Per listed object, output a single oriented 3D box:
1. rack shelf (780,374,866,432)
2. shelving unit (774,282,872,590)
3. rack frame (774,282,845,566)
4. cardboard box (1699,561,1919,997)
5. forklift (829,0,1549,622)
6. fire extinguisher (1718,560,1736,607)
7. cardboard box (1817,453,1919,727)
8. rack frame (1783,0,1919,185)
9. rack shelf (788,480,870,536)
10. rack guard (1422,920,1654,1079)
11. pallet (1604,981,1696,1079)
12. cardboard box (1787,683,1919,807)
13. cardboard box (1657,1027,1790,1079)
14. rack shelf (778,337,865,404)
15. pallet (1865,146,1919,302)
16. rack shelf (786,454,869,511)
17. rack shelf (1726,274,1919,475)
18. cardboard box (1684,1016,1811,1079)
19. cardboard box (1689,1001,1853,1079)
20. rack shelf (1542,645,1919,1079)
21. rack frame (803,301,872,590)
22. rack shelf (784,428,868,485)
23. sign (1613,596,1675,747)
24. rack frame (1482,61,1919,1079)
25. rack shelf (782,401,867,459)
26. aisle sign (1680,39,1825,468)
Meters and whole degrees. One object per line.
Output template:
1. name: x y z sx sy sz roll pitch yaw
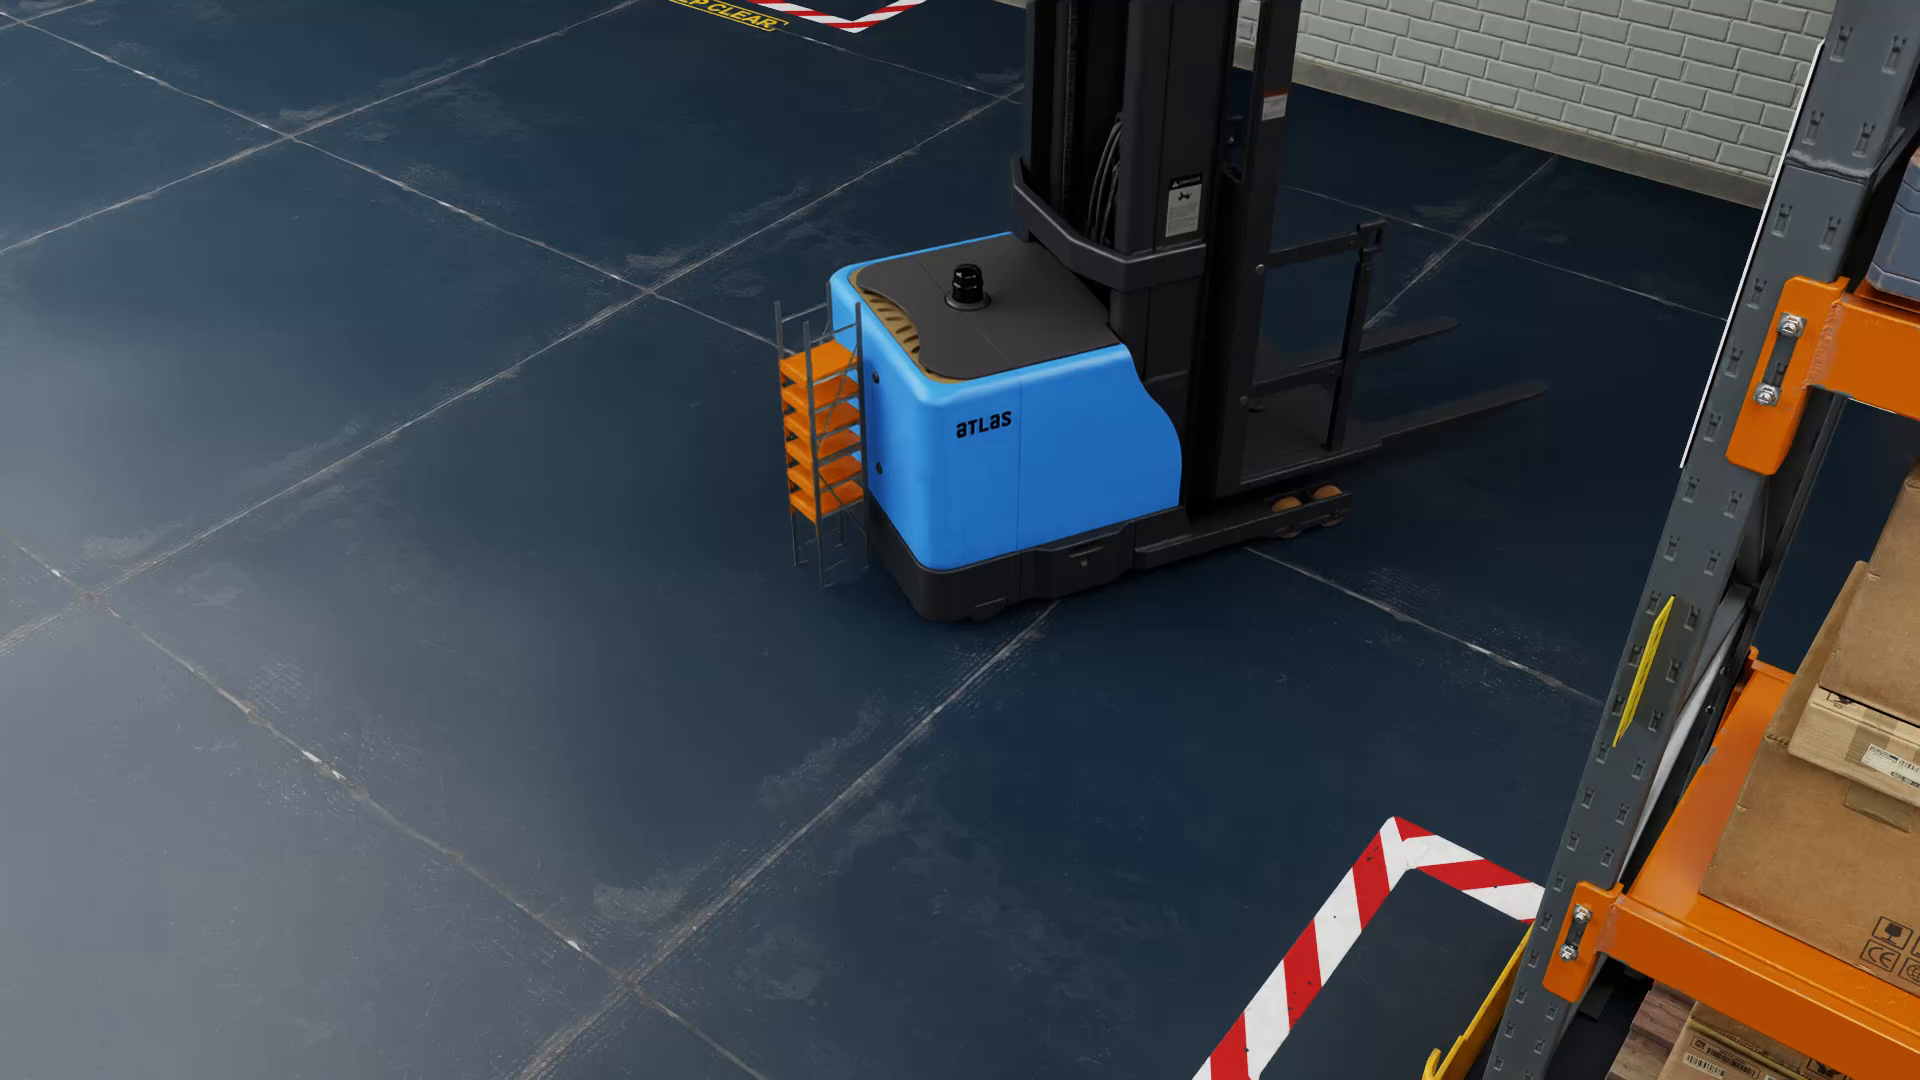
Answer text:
1. rack shelf: -0.504 -0.523 6.127 0.258 0.103 0.180 -26 45 -29
2. shelving unit: -0.504 -0.369 6.248 0.258 1.200 0.189 -26 45 -29
3. rack frame: -0.561 -0.413 6.304 0.240 1.200 0.006 -26 45 -29
4. cardboard box: 2.028 0.502 3.594 0.500 0.500 0.700 25 45 29
5. forklift: 1.047 -1.443 6.216 3.031 2.935 1.130 -15 41 -19
6. fire extinguisher: 1.853 0.119 4.227 0.183 0.674 0.296 25 45 29
7. cardboard box: 2.070 0.011 3.169 0.500 0.500 0.700 25 45 29
8. rack frame: 1.665 -2.002 2.007 0.127 3.000 1.000 25 45 29
9. rack shelf: -0.504 -0.145 6.423 0.258 0.103 0.180 -26 45 -29
10. rack guard: 1.645 1.336 4.638 0.348 0.500 1.175 25 45 29
11. pallet: 2.297 1.724 4.376 1.213 0.211 1.003 25 45 29
12. cardboard box: 1.845 0.318 3.303 0.250 0.149 0.380 25 44 28
13. cardboard box: 1.955 1.588 4.179 0.500 0.250 0.500 25 45 29
14. rack shelf: -0.504 -0.617 6.053 0.258 0.103 0.180 -26 45 -29
15. pallet: 2.210 -0.508 2.604 1.213 0.211 1.003 25 45 29
16. rack shelf: -0.504 -0.239 6.349 0.258 0.103 0.180 -26 45 -29
17. rack shelf: 3.253 0.212 2.197 4.000 0.370 1.077 25 45 29
18. cardboard box: 2.270 1.334 4.503 0.500 0.250 0.500 25 45 29
19. cardboard box: 2.271 1.038 4.273 0.500 0.500 0.500 25 45 29
20. rack shelf: 3.253 1.393 3.121 4.000 0.370 1.077 25 45 29
21. rack frame: -0.448 -0.324 6.191 0.240 1.200 0.006 -26 45 -29
22. rack shelf: -0.504 -0.334 6.275 0.258 0.103 0.180 -26 45 -29
23. sign: 1.323 0.258 3.221 0.005 0.325 0.100 25 45 29
24. rack frame: 1.665 0.361 3.856 0.127 3.000 1.000 25 45 29
25. rack shelf: -0.504 -0.428 6.201 0.258 0.103 0.180 -26 45 -29
26. aisle sign: 1.426 -0.538 2.895 0.004 0.787 0.394 25 45 29
